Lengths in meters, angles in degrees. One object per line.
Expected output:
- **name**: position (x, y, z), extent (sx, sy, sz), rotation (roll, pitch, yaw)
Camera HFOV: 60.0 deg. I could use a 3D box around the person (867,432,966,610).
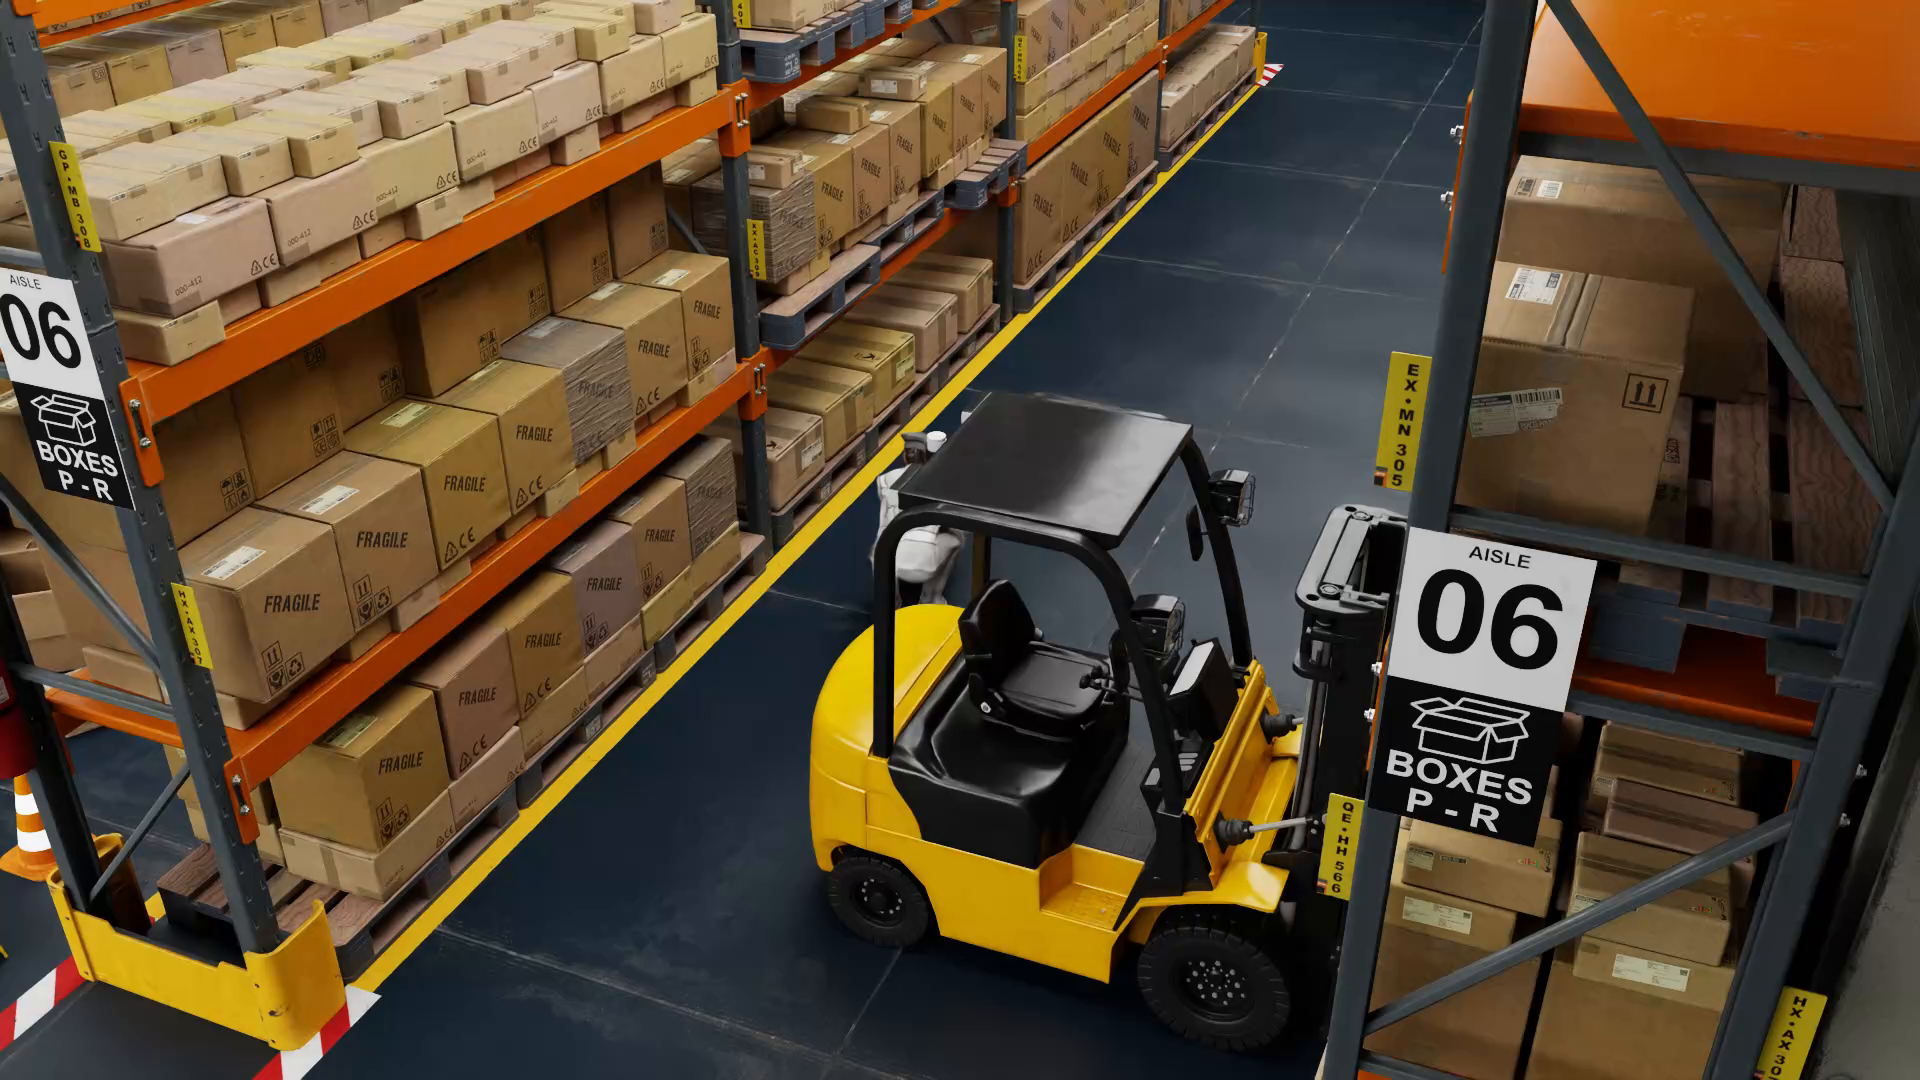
- **person**: position (-0.256, -0.067, 9.212), extent (0.443, 0.981, 0.843), rotation (9, 31, 15)
